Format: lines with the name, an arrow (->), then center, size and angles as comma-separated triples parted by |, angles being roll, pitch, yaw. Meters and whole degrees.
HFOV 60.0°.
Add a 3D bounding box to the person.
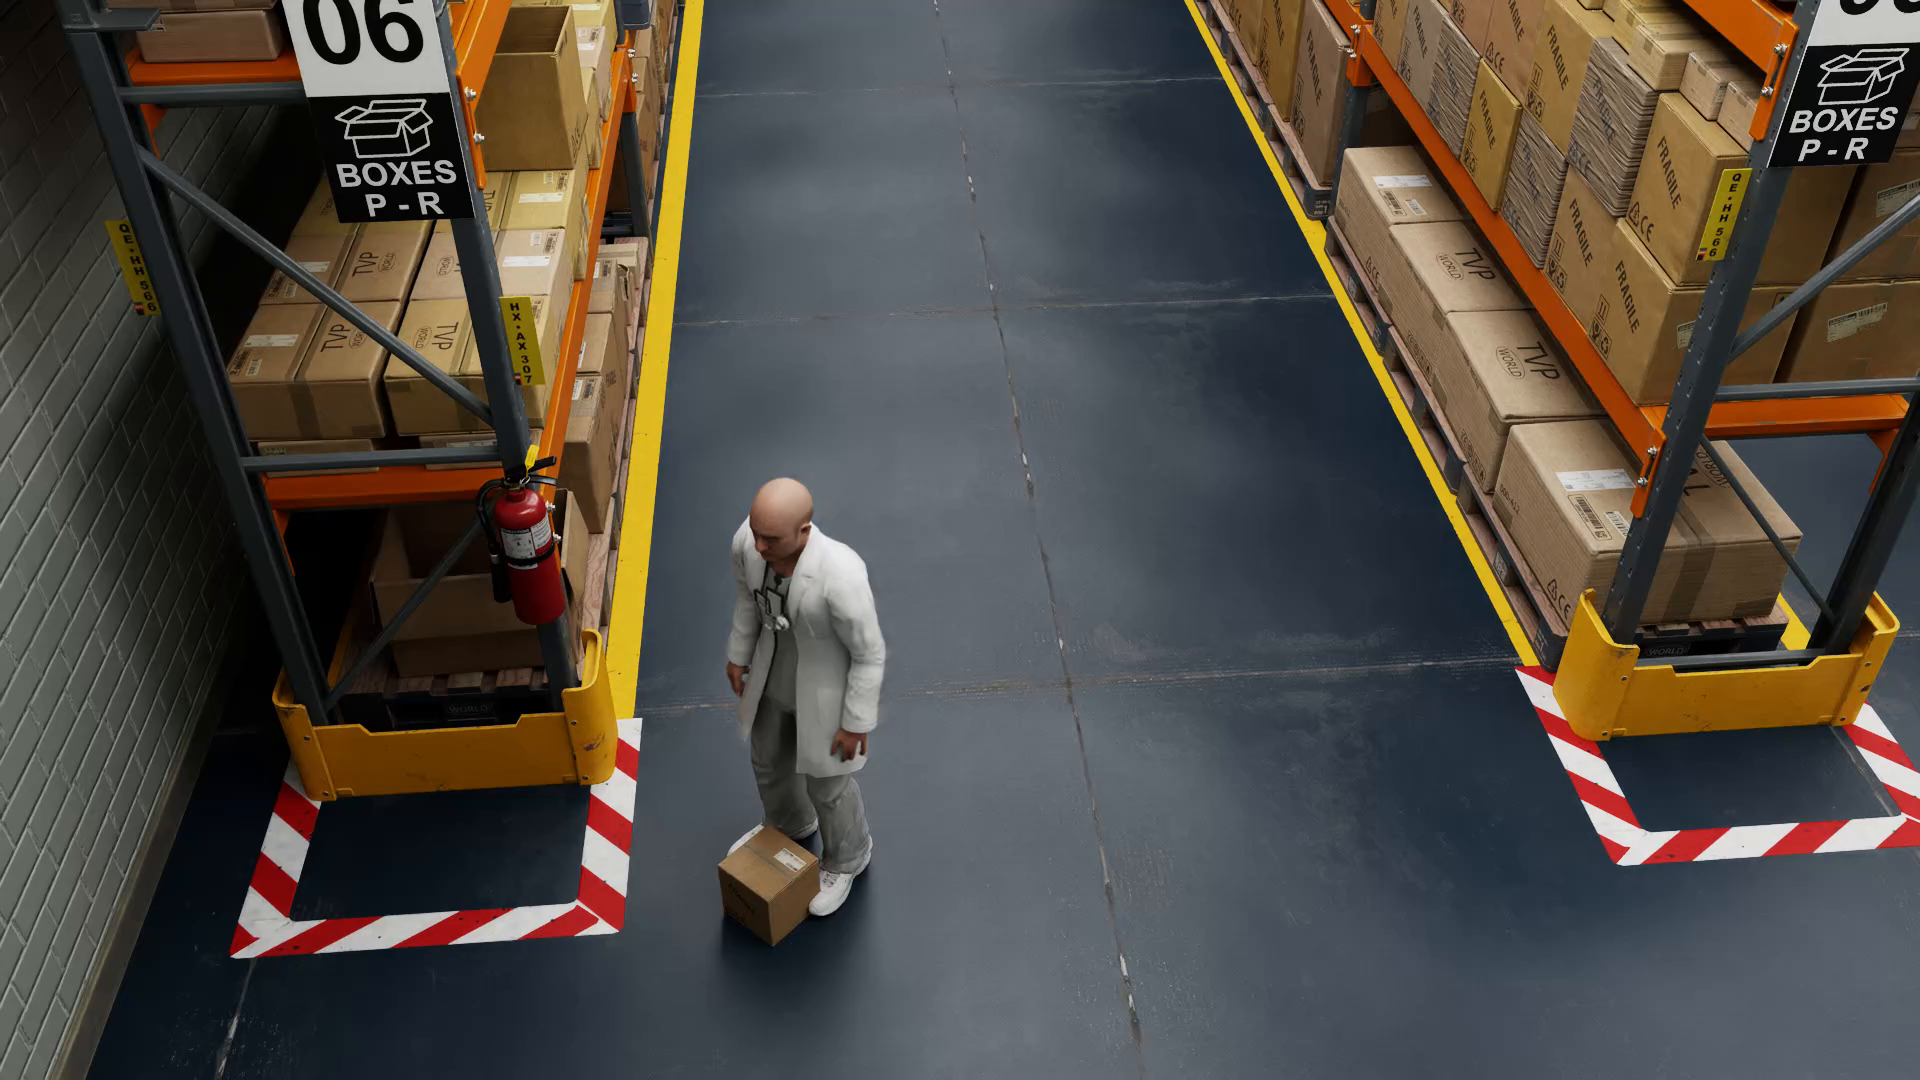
person -> -0.522, 0.497, 5.543 | 0.642, 1.774, 0.421 | 27, 46, 30
